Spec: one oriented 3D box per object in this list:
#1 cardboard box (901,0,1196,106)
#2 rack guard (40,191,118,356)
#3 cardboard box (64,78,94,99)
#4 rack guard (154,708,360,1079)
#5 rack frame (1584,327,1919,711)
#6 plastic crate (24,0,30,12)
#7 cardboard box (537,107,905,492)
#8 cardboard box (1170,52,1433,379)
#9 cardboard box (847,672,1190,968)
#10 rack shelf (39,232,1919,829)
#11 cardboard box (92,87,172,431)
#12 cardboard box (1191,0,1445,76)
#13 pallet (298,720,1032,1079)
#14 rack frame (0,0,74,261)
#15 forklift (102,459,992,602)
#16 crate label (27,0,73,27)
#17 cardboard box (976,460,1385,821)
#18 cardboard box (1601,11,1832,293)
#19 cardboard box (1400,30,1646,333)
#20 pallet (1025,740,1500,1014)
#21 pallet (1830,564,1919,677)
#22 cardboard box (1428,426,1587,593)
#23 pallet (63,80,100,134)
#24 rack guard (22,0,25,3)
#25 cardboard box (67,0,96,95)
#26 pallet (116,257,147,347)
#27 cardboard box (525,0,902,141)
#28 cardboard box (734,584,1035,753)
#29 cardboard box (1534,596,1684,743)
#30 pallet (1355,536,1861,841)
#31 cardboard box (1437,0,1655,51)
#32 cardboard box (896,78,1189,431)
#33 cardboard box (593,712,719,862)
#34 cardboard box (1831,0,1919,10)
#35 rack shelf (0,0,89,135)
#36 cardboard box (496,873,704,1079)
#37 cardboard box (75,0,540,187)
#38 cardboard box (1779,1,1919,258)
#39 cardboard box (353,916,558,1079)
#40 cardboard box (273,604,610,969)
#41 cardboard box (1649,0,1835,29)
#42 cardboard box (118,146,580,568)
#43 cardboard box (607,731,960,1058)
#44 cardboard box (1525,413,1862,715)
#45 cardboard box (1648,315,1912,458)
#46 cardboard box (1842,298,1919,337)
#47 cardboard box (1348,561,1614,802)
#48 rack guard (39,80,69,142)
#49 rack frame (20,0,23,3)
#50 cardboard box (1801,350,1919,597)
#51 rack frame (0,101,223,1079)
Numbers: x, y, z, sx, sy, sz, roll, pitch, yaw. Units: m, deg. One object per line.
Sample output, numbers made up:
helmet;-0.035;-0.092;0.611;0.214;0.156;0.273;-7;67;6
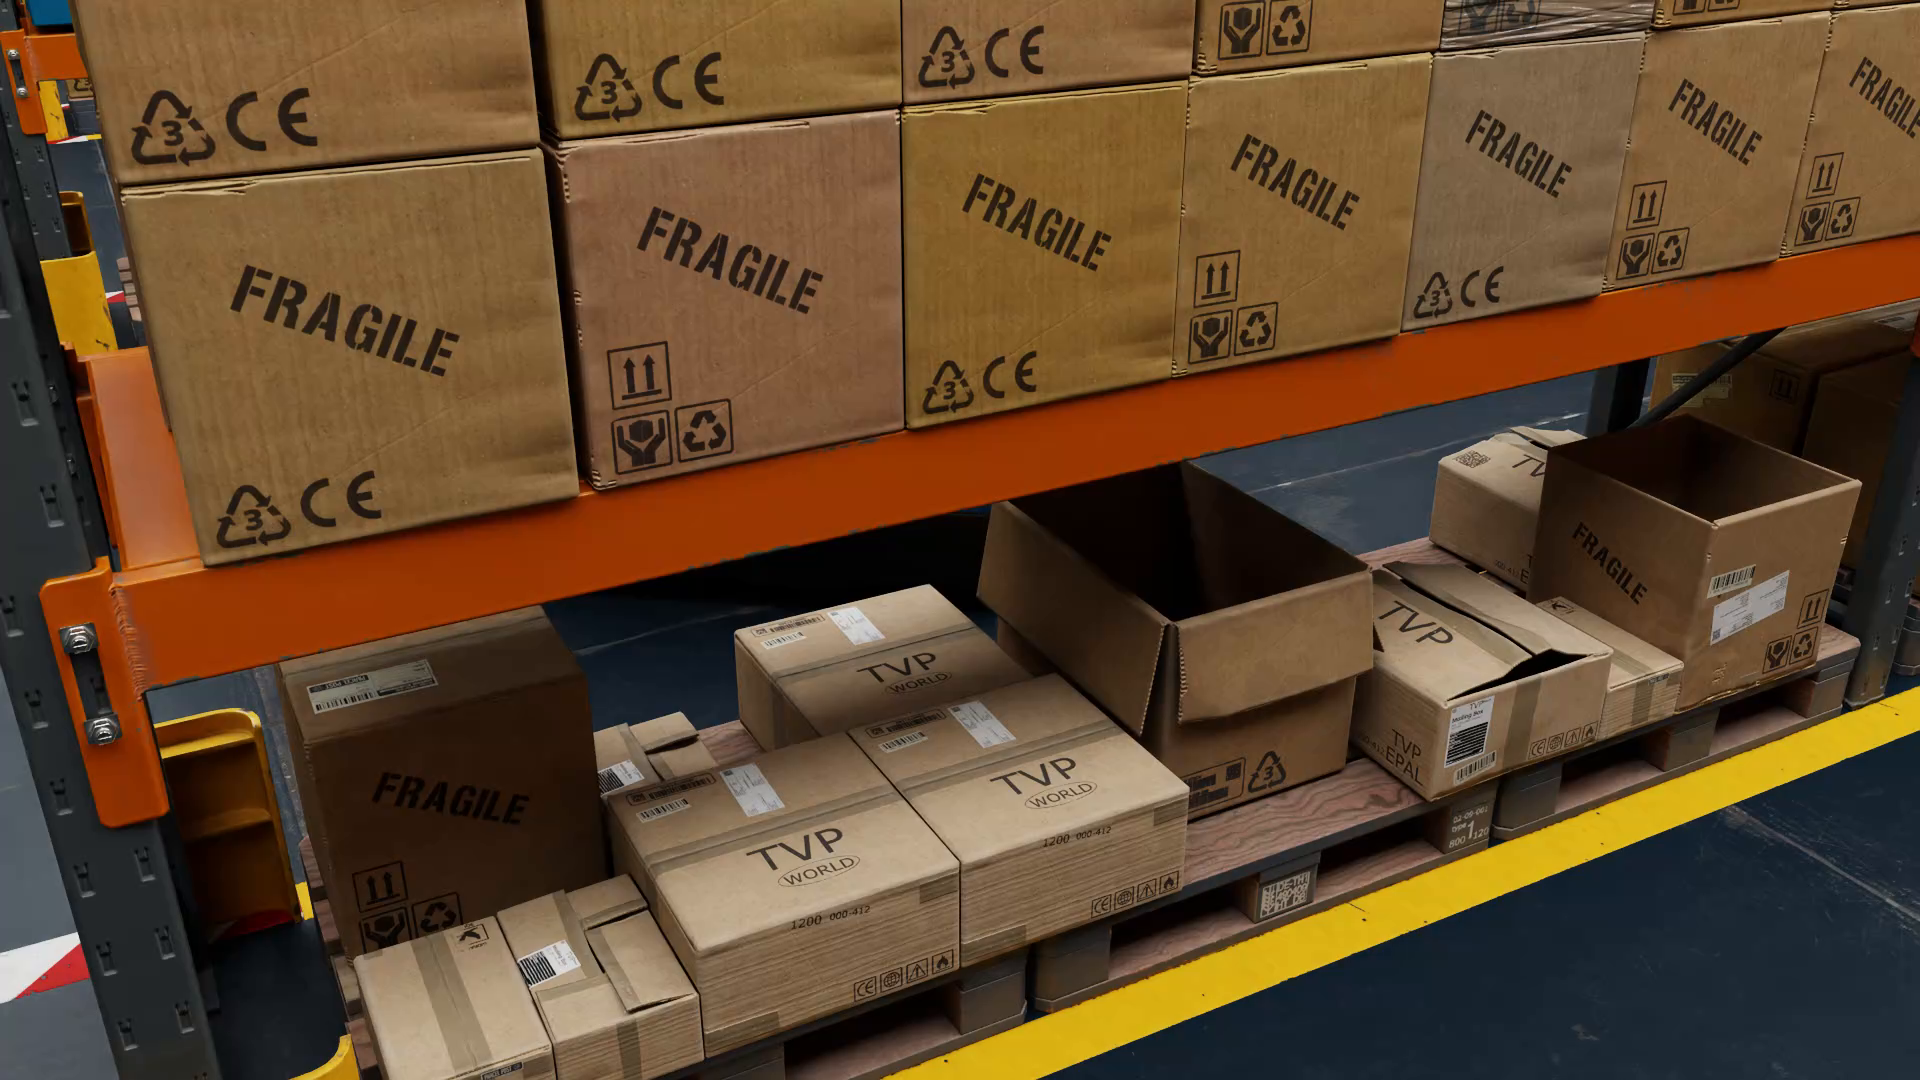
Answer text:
cardboard box;0.027;-0.991;2.577;0.500;0.500;0.500;-13;28;-24
rack guard;-3.733;-1.052;6.863;0.348;0.500;1.175;-13;29;-25
cardboard box;-5.521;-3.472;10.986;0.875;0.875;0.875;-13;29;-25
rack guard;-1.323;0.816;2.974;0.348;0.500;1.175;-13;29;-25
rack frame;2.140;-1.111;4.097;0.127;3.000;1.000;-13;29;-25
plastic crate;-3.510;-2.371;6.612;0.499;0.435;0.616;-13;29;-25
cardboard box;-0.422;-0.438;2.580;0.500;0.500;0.500;-13;29;-26
cardboard box;0.464;-0.640;3.002;0.500;0.500;0.500;-13;28;-24
cardboard box;0.106;0.539;3.330;0.500;0.250;0.500;-13;29;-25
rack shelf;0.375;-0.379;3.405;4.000;0.370;1.077;-13;29;-25
cardboard box;-1.123;-0.536;2.785;0.500;0.500;0.500;-12;28;-24
cardboard box;0.475;-1.095;2.793;0.500;0.500;0.500;-13;29;-26
pallet;-0.620;0.783;3.375;1.213;0.211;1.003;-13;29;-25
rack frame;-3.718;-2.188;6.342;0.127;3.000;1.000;-13;29;-25
forklift;-1.271;-1.406;4.792;3.031;2.935;1.130;3;26;6
crate label;-3.345;-2.064;6.208;0.303;0.233;0.416;-13;29;-25
cardboard box;0.484;0.201;3.741;0.637;0.503;0.797;-13;29;-25
cardboard box;1.365;-0.850;3.440;0.500;0.500;0.500;-12;28;-24
cardboard box;0.913;-0.745;3.220;0.500;0.500;0.500;-12;28;-24
pallet;0.455;0.536;3.889;1.213;0.211;1.003;-13;29;-25
pallet;2.839;-0.033;5.076;1.213;0.211;1.003;-13;29;-25
cardboard box;1.667;-0.094;4.578;0.500;0.311;0.500;-13;29;-25
pallet;-5.379;-3.016;11.287;1.213;0.211;1.003;-13;29;-25
rack guard;-8.226;-4.883;14.843;0.348;0.500;1.175;-13;29;-25
cardboard box;-1.127;-0.987;2.570;0.500;0.500;0.500;-13;29;-26
pallet;-2.972;-1.084;7.265;1.213;0.211;1.003;-13;29;-25
cardboard box;-0.417;-0.891;2.369;0.500;0.500;0.500;-13;28;-25
cardboard box;-0.174;0.359;3.706;0.500;0.250;0.500;-13;29;-25
cardboard box;1.468;0.300;3.945;0.250;0.149;0.380;-13;29;-25
pallet;1.533;0.286;4.410;1.213;0.211;1.003;-13;29;-25
cardboard box;0.920;-1.197;3.006;0.500;0.500;0.500;-13;28;-25
cardboard box;0.023;-0.539;2.791;0.500;0.500;0.500;-13;29;-25
cardboard box;-0.626;0.530;3.445;0.250;0.166;0.380;-13;29;-25
cardboard box;1.815;-1.404;3.439;0.500;0.500;0.500;-13;28;-25
rack shelf;-1.953;-2.271;7.346;4.000;0.370;1.077;-13;29;-25
cardboard box;-0.638;0.778;2.929;0.250;0.166;0.380;-13;29;-25
cardboard box;-0.874;-0.781;2.141;0.500;0.500;0.500;-12;28;-24
cardboard box;1.819;-0.956;3.660;0.500;0.500;0.500;-12;28;-24
cardboard box;-0.859;0.837;2.827;0.250;0.149;0.380;-13;29;-25
cardboard box;-1.026;0.428;3.273;0.500;0.500;0.500;-13;29;-25
cardboard box;1.364;-1.299;3.219;0.500;0.500;0.500;-14;29;-26
cardboard box;-0.874;-0.331;2.357;0.500;0.500;0.500;-12;28;-24
cardboard box;-0.336;0.641;3.118;0.500;0.250;0.500;-13;29;-25
cardboard box;1.770;0.042;4.076;0.500;0.500;0.500;-13;29;-25
cardboard box;2.440;-0.392;4.980;0.500;0.500;0.500;-13;29;-25
cardboard box;2.880;-0.489;5.183;0.500;0.500;0.500;-13;29;-25
cardboard box;1.108;0.280;3.799;0.500;0.311;0.500;-13;29;-25
rack guard;-6.069;-2.948;10.813;0.348;0.500;1.175;-13;29;-25
rack frame;-6.048;-4.080;10.282;0.127;3.000;1.000;-13;29;-25
cardboard box;2.681;-0.187;4.555;0.500;0.500;0.500;-14;29;-27
rack frame;-1.390;-0.296;2.401;0.127;3.000;1.000;-13;29;-25
